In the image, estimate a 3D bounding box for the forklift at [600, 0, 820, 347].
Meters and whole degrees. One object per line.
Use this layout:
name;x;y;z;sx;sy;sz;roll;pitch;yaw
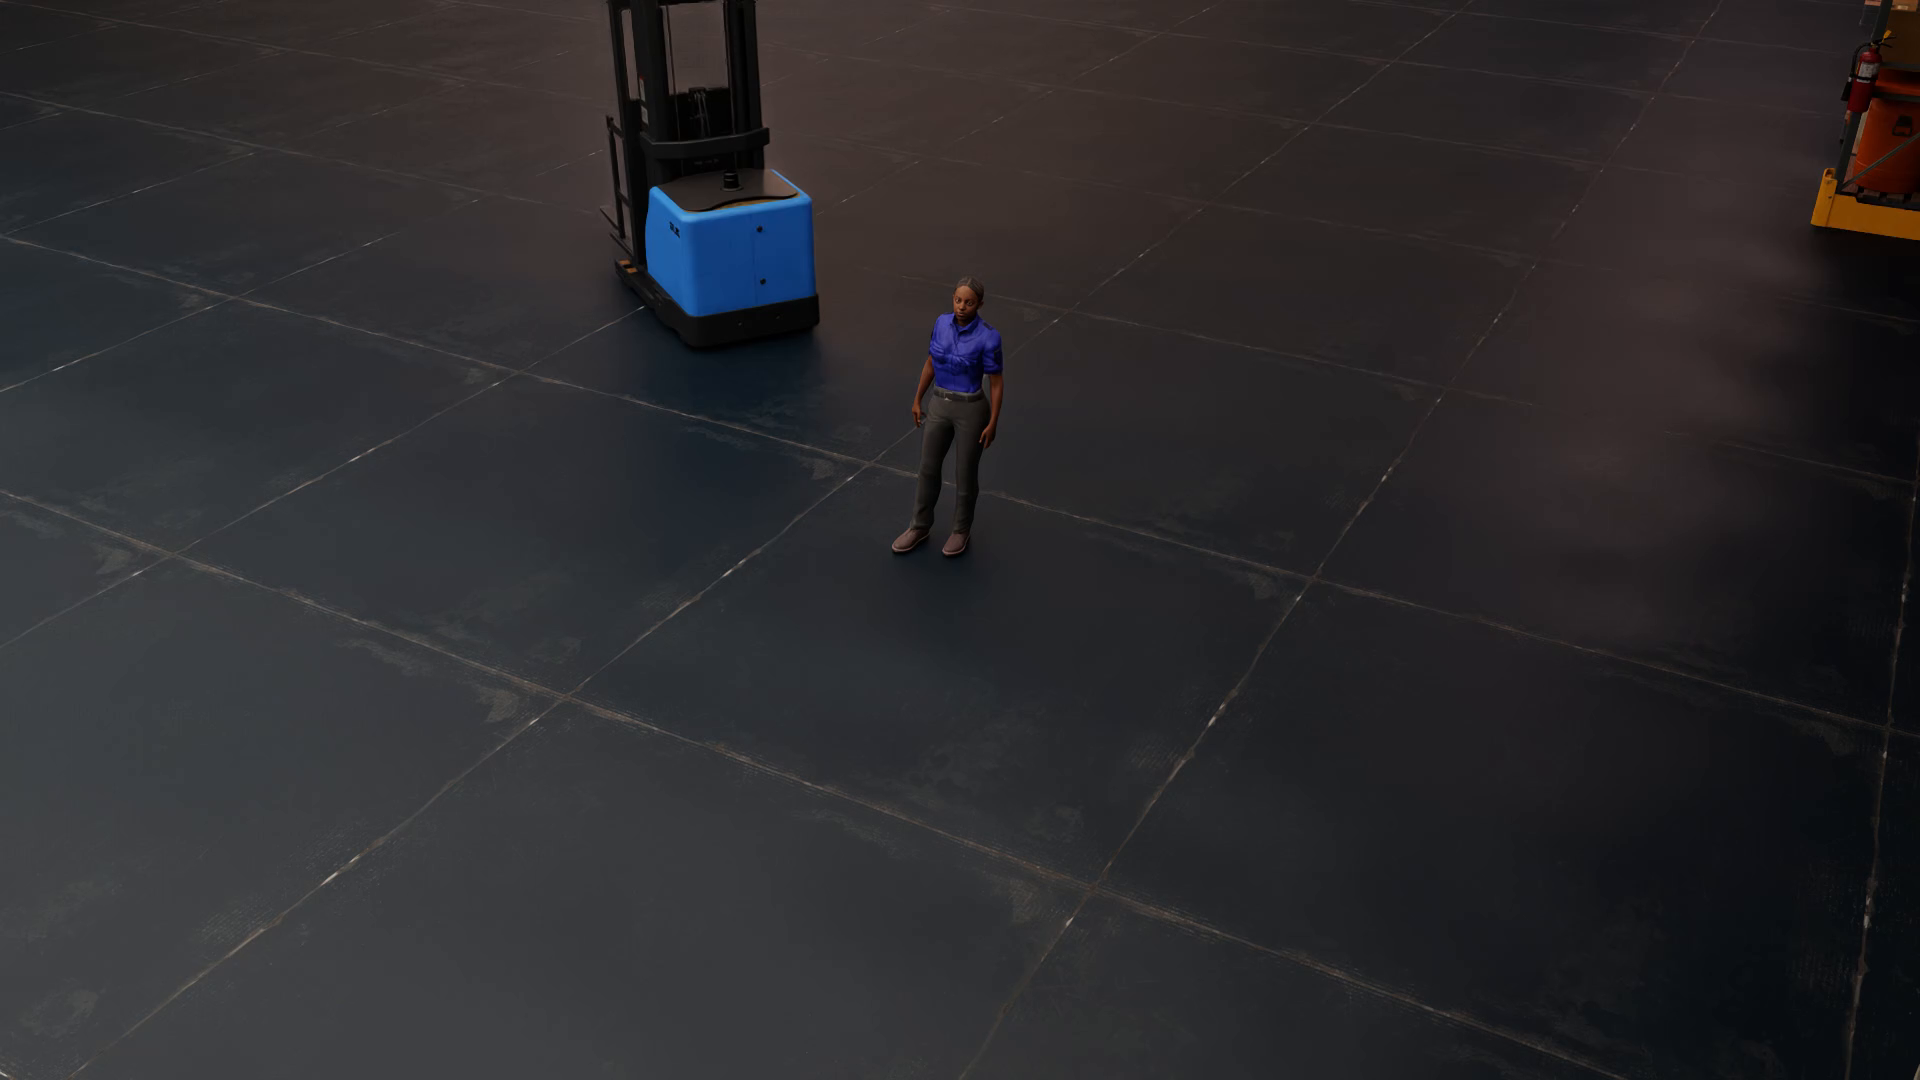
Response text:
forklift;-2.190;-3.413;12.985;1.130;2.935;3.031;-14;33;-23

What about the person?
person;-0.060;-0.689;9.527;0.569;1.656;0.503;15;33;25
